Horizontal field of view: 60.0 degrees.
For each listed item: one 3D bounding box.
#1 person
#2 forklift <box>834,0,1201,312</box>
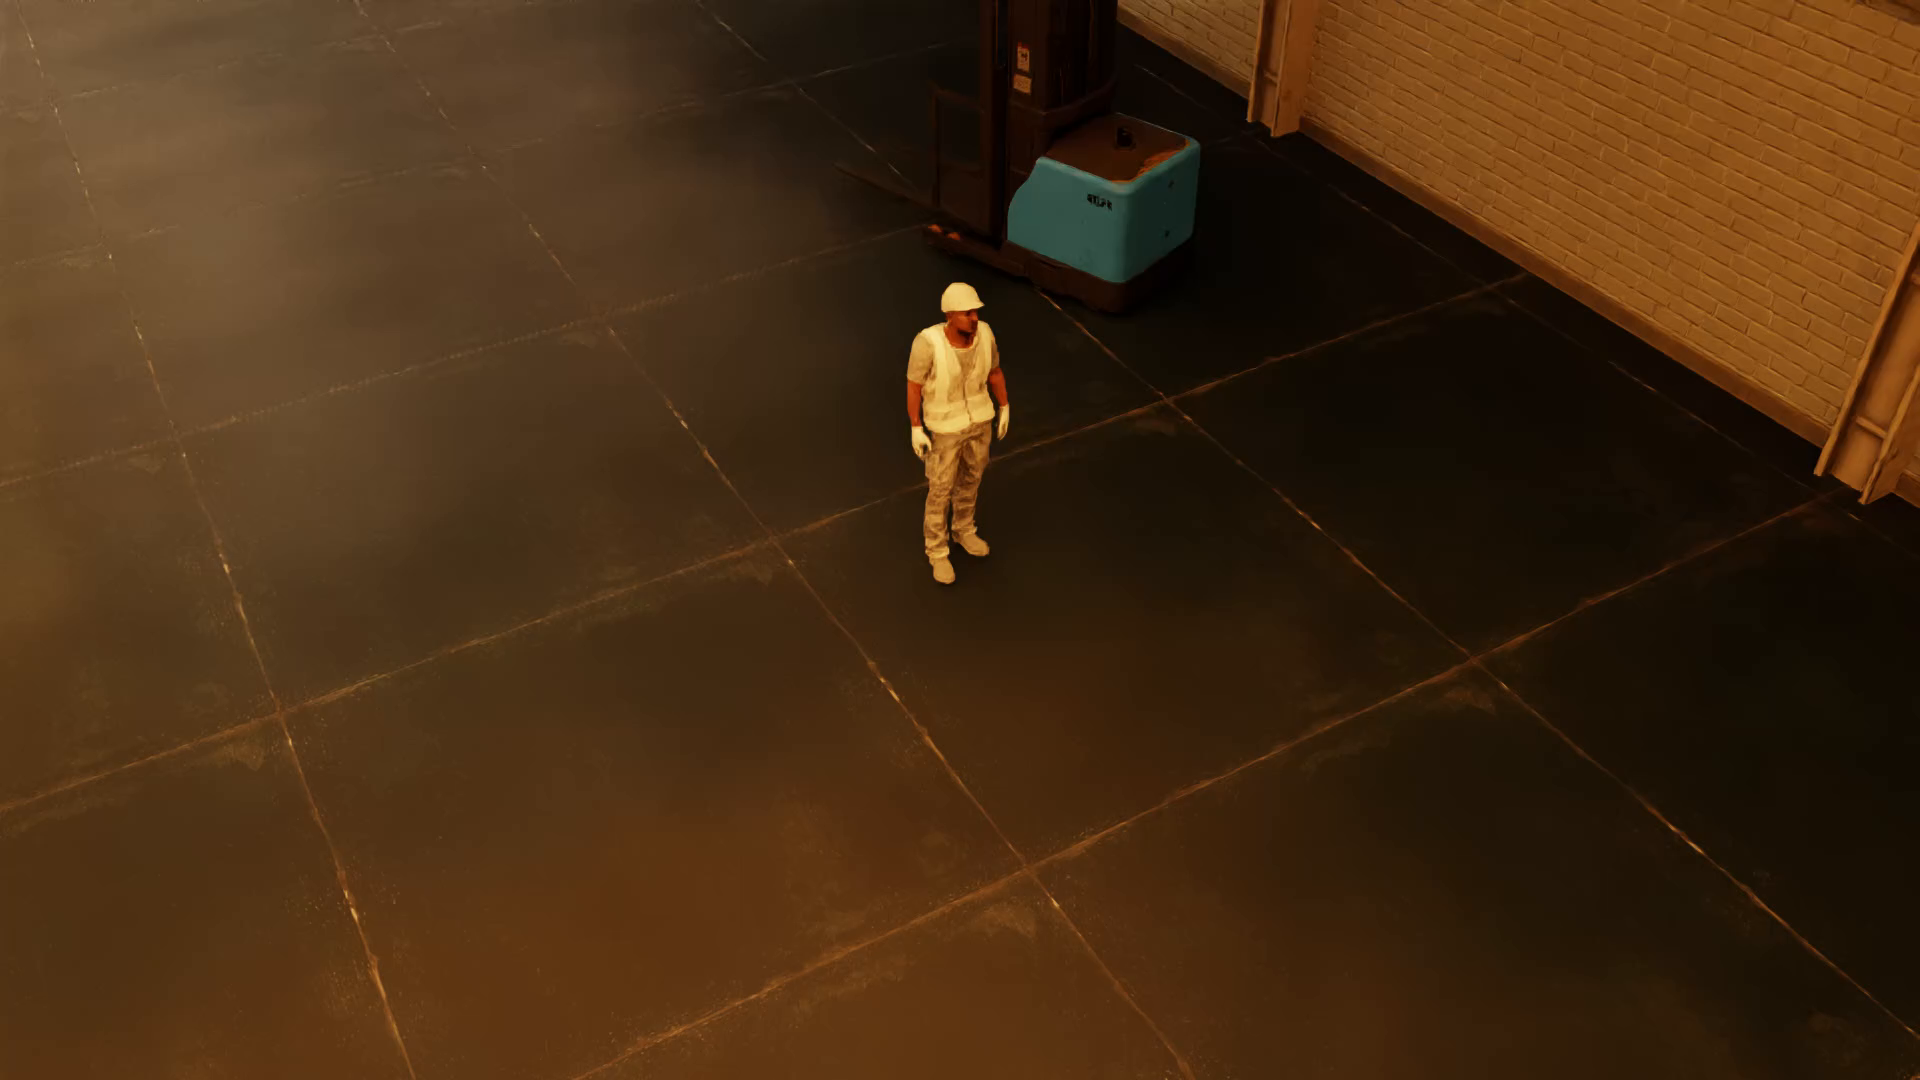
[{"bbox_3d":[0.030,-0.649,9.707,0.655,1.782,0.575,-20,44,-23],"label":"person"},{"bbox_3d":[0.332,-3.597,12.372,3.031,2.935,1.130,28,47,30],"label":"forklift"}]
